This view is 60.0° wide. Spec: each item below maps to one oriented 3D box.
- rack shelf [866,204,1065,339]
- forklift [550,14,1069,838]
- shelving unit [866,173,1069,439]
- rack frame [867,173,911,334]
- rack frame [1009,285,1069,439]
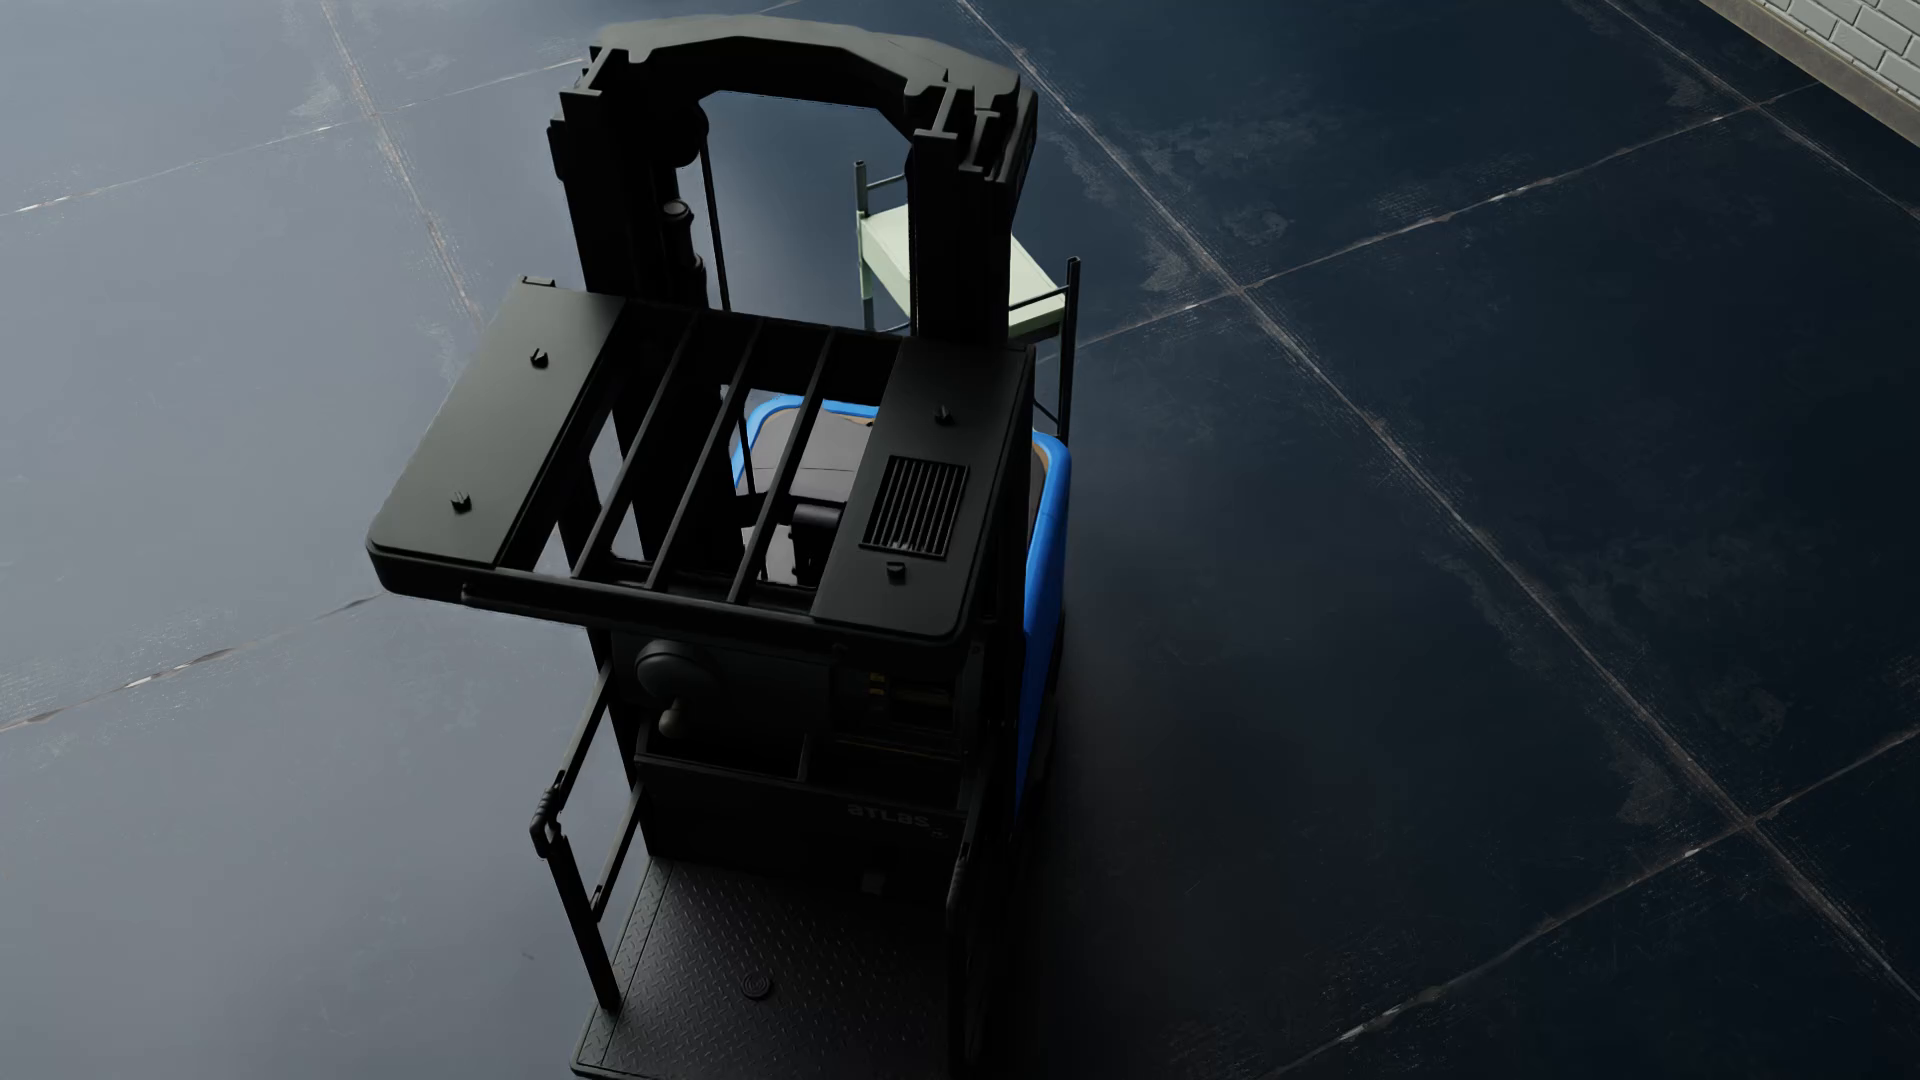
[{"bbox_3d":[0.011,-0.873,5.322,0.368,0.052,0.686,-22,52,-18],"label":"rack shelf"},{"bbox_3d":[-0.451,0.436,3.922,1.109,2.935,3.031,9,49,8],"label":"forklift"},{"bbox_3d":[0.012,-0.529,5.716,0.380,1.308,0.742,-22,52,-18],"label":"shelving unit"},{"bbox_3d":[-0.158,-0.773,5.930,0.380,1.308,0.010,-22,52,-18],"label":"rack frame"},{"bbox_3d":[0.182,-0.285,5.503,0.380,1.308,0.010,-22,52,-18],"label":"rack frame"}]
